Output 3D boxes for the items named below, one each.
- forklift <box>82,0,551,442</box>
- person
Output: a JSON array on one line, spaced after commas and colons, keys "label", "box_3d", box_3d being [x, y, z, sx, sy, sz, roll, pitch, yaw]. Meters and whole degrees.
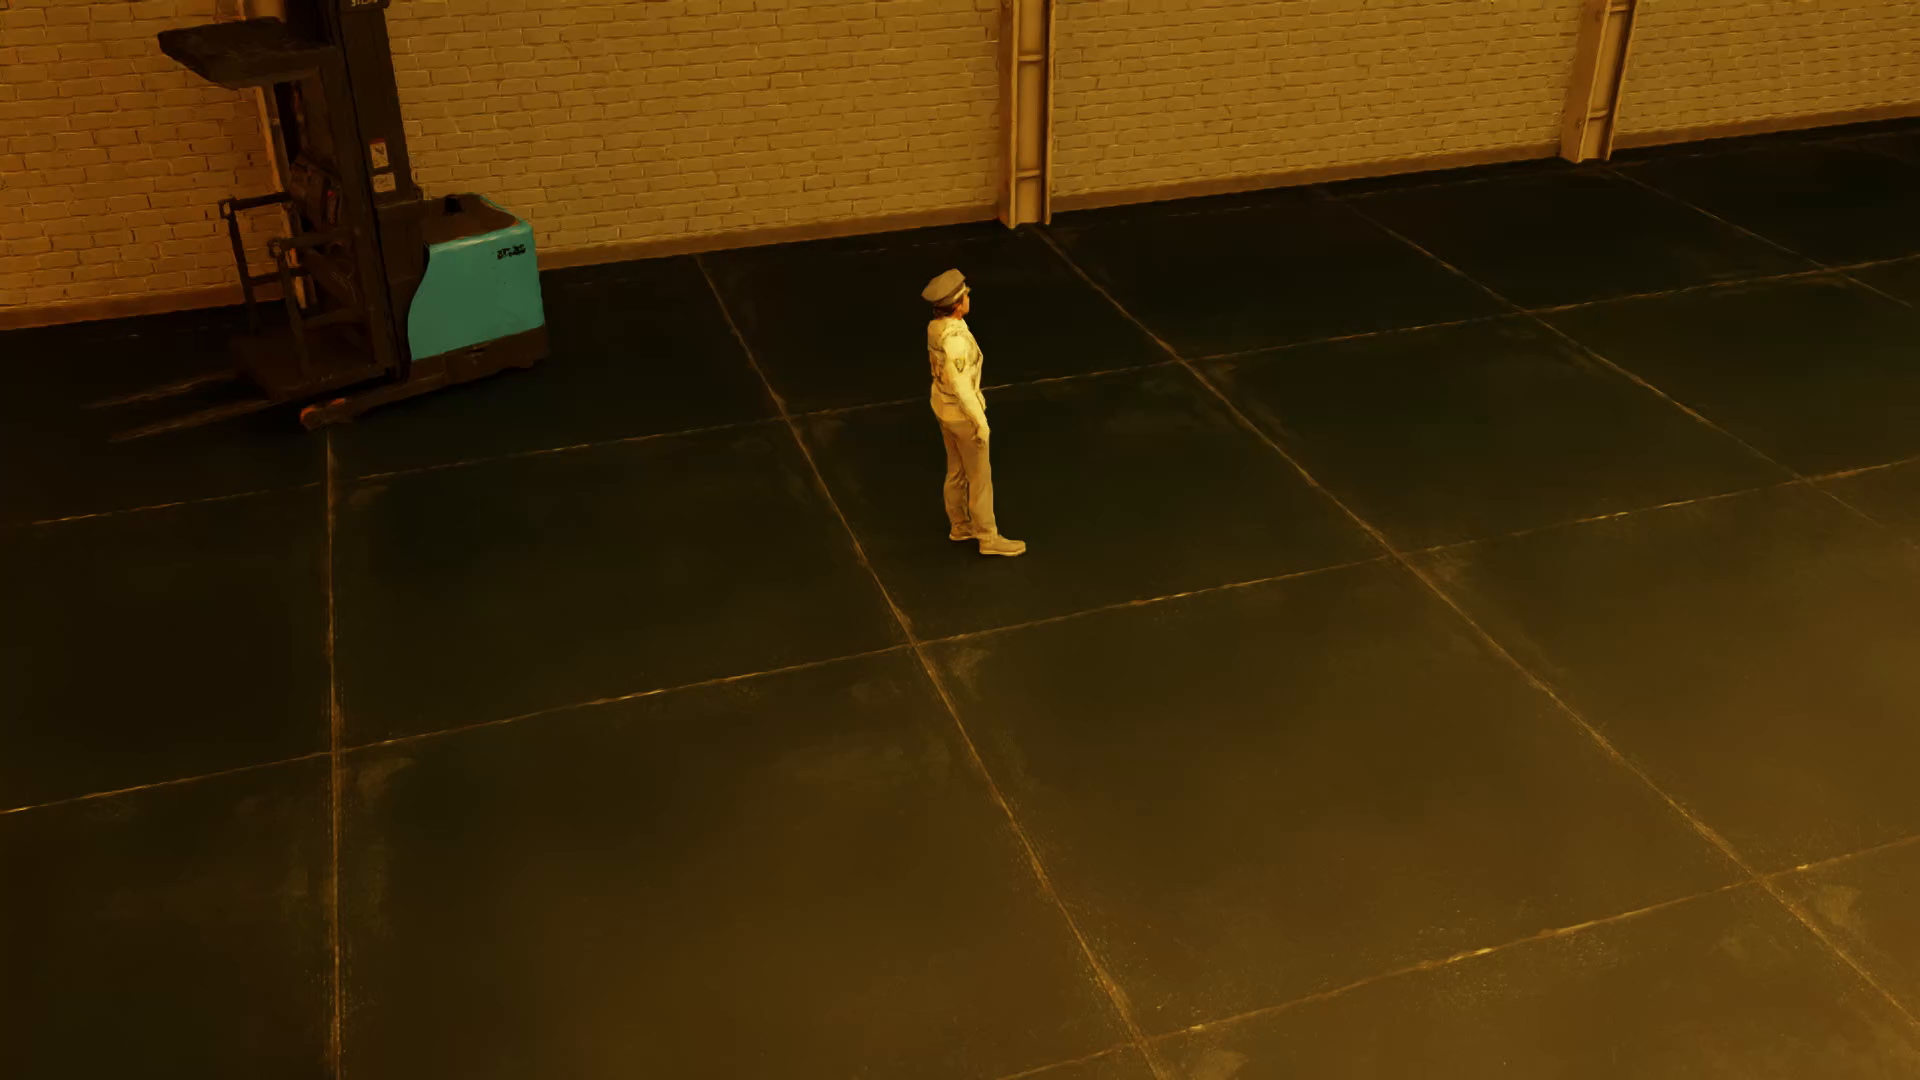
[{"label": "forklift", "box_3d": [-4.485, -2.309, 11.100, 3.031, 2.935, 1.130, -22, 36, -33]}, {"label": "person", "box_3d": [0.066, -0.748, 9.612, 0.532, 1.695, 0.586, -10, 31, -16]}]
